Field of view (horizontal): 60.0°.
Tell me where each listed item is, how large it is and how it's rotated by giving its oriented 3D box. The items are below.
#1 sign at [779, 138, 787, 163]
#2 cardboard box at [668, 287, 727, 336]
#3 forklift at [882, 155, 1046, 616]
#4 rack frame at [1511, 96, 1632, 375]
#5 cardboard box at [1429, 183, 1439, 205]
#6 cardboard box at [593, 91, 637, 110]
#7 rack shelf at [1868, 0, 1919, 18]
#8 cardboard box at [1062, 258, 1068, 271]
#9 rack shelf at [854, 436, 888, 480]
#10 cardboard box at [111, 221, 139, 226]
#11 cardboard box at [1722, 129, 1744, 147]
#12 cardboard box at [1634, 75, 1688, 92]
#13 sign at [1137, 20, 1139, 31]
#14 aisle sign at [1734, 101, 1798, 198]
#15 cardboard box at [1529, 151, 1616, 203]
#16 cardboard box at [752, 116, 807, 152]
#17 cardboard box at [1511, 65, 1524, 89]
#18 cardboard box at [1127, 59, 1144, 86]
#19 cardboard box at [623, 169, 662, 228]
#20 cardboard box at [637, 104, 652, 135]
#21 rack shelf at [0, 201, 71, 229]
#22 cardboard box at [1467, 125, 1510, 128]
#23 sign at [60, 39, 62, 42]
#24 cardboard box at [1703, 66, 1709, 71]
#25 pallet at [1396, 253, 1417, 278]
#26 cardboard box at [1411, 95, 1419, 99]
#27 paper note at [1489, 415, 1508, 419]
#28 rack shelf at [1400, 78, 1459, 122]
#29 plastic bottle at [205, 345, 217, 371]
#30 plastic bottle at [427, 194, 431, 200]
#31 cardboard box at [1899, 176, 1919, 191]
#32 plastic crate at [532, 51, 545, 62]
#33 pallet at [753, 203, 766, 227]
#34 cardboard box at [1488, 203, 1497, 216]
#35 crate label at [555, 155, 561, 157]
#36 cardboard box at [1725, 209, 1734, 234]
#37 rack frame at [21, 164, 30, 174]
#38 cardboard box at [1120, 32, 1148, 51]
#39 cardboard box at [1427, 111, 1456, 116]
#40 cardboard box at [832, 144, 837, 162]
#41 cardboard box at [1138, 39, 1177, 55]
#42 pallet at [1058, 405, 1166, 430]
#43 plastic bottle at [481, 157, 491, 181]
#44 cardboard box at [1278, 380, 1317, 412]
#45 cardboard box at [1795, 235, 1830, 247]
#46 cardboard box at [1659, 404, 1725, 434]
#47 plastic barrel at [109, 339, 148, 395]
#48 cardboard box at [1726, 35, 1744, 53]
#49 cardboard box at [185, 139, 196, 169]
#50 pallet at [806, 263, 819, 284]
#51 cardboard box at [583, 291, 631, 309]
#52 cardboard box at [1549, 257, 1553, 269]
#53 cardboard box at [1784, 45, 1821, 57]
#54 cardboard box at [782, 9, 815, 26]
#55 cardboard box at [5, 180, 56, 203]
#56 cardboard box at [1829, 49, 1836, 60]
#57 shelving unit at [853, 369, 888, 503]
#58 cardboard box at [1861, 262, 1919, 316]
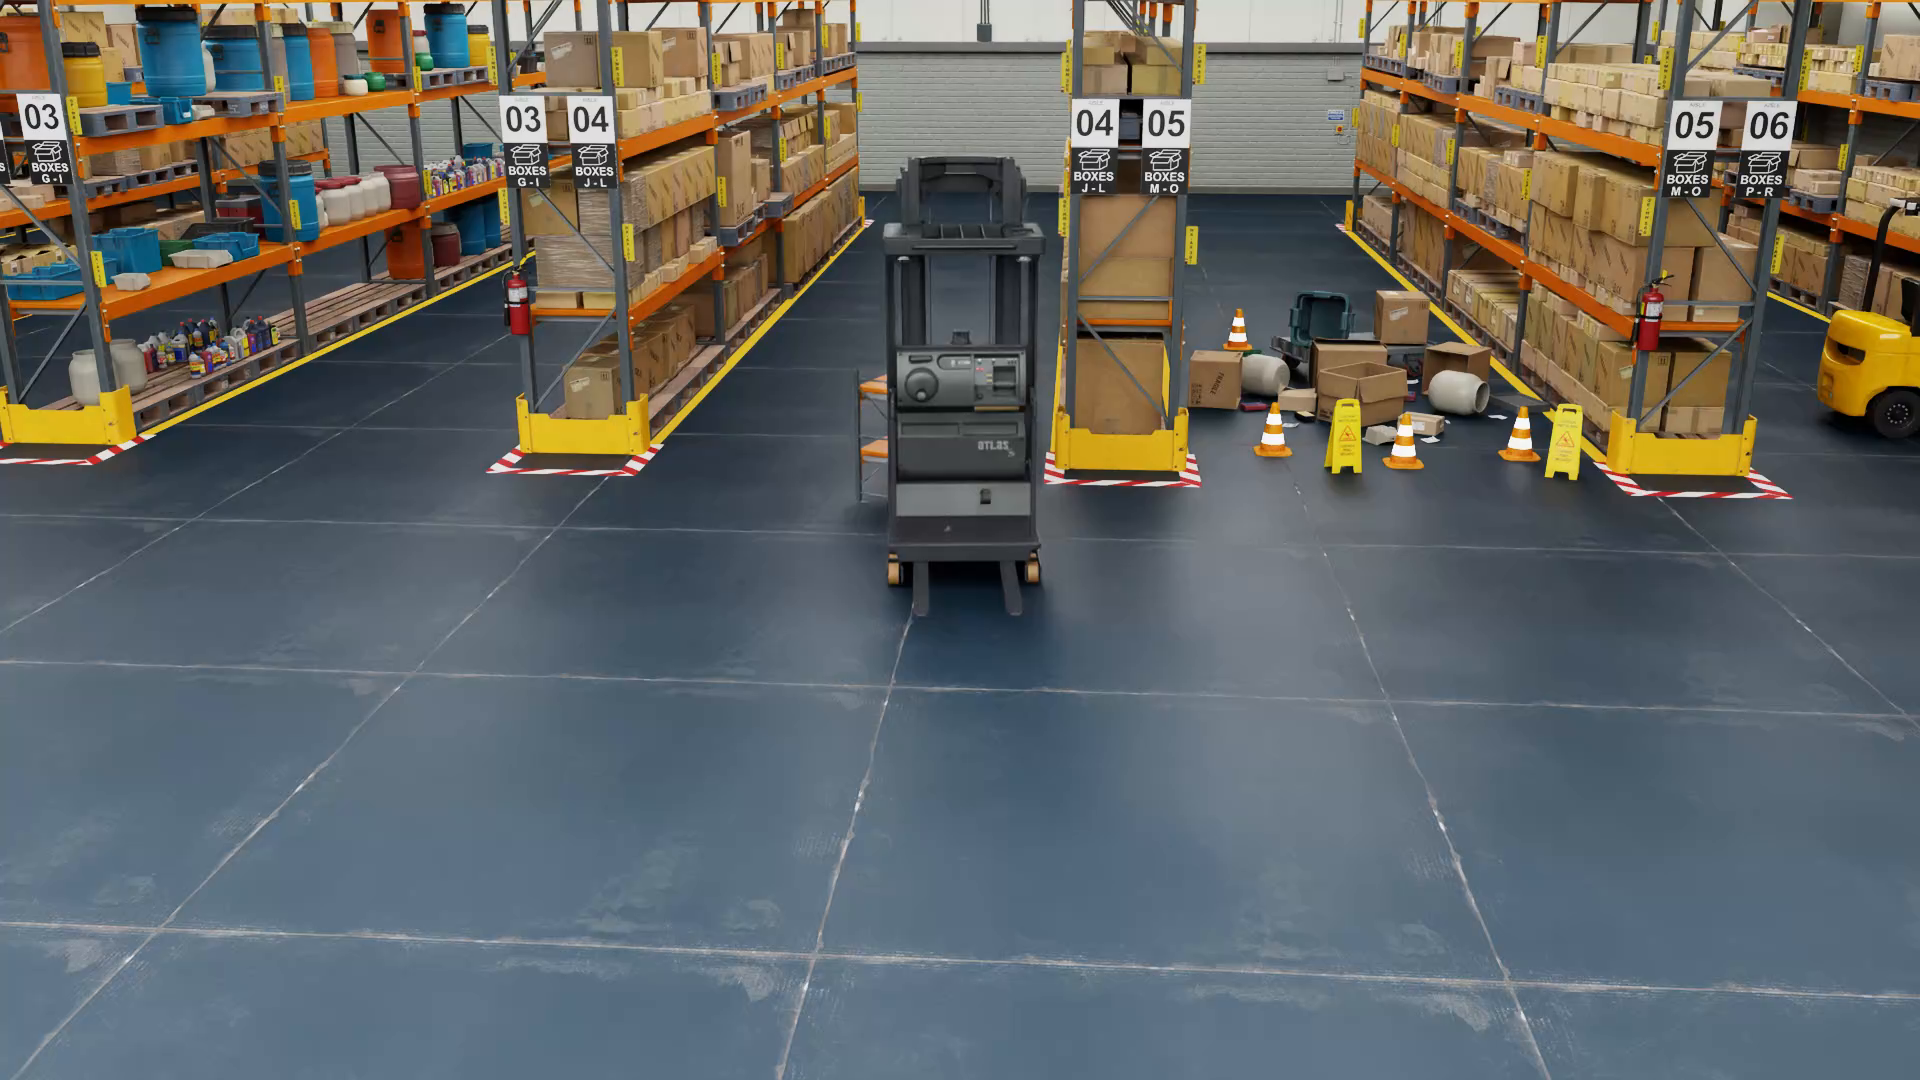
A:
[{"bbox_3d":[-2.381,-5.239,22.361,0.100,0.325,0.005,1,18,4],"label":"sign"},{"bbox_3d":[-3.144,-2.704,19.667,0.700,0.500,0.500,0,18,0],"label":"cardboard box"},{"bbox_3d":[0.018,-1.169,11.784,1.130,2.935,3.031,0,18,-1],"label":"forklift"},{"bbox_3d":[6.675,-3.272,18.090,1.000,3.000,0.127,1,18,4],"label":"rack frame"},{"bbox_3d":[6.760,-4.765,22.888,0.500,0.250,0.500,2,18,5],"label":"cardboard box"},{"bbox_3d":[-3.131,-3.953,14.953,0.380,0.149,0.250,2,18,5],"label":"cardboard box"},{"bbox_3d":[11.770,-6.102,18.892,1.077,0.370,4.000,1,18,4],"label":"rack shelf"},{"bbox_3d":[1.758,-2.976,20.125,1.050,0.750,0.750,1,18,4],"label":"cardboard box"},{"bbox_3d":[-0.415,-0.735,14.144,0.538,0.278,1.000,9,20,25],"label":"rack shelf"},{"bbox_3d":[-12.901,-4.598,25.447,0.500,0.500,0.500,1,18,2],"label":"cardboard box"},{"bbox_3d":[6.736,-3.431,14.163,0.380,0.149,0.250,1,18,4],"label":"cardboard box"},{"bbox_3d":[6.244,-4.063,14.810,0.380,0.149,0.250,1,18,4],"label":"cardboard box"},{"bbox_3d":[3.143,-8.905,29.044,0.100,0.325,0.005,1,18,4],"label":"sign"},{"bbox_3d":[6.693,-3.239,13.814,0.394,0.787,0.004,1,18,4],"label":"aisle sign"},{"bbox_3d":[6.427,-3.804,17.471,0.700,0.500,0.500,1,18,3],"label":"cardboard box"},{"bbox_3d":[-2.734,-6.090,24.921,0.797,0.503,0.637,1,18,5],"label":"cardboard box"},{"bbox_3d":[6.651,-5.325,19.107,0.500,0.250,0.500,2,18,5],"label":"cardboard box"},{"bbox_3d":[1.805,-4.310,15.369,0.500,0.250,0.500,1,18,3],"label":"cardboard box"},{"bbox_3d":[-3.142,-3.234,15.733,0.500,0.500,0.500,1,18,4],"label":"cardboard box"},{"bbox_3d":[-3.173,-3.909,15.459,0.500,0.250,0.500,1,18,3],"label":"cardboard box"},{"bbox_3d":[-12.947,-3.995,21.452,1.077,0.370,4.000,1,18,4],"label":"rack shelf"},{"bbox_3d":[7.319,-5.499,23.122,0.500,0.500,0.500,2,18,5],"label":"cardboard box"},{"bbox_3d":[-12.250,-6.651,22.630,0.100,0.325,0.005,1,18,4],"label":"sign"},{"bbox_3d":[12.062,-7.467,26.481,0.380,0.149,0.250,1,18,4],"label":"cardboard box"},{"bbox_3d":[7.268,-4.190,25.371,1.003,0.211,1.213,1,18,4],"label":"pallet"},{"bbox_3d":[7.635,-7.235,27.378,0.380,0.149,0.250,2,18,6],"label":"cardboard box"},{"bbox_3d":[5.393,-1.237,16.650,0.142,0.019,0.148,-5,19,-15],"label":"paper note"},{"bbox_3d":[7.105,-6.219,23.422,1.077,0.370,4.000,1,18,4],"label":"rack shelf"},{"bbox_3d":[-7.971,-1.936,17.690,0.097,0.271,0.097,0,18,0],"label":"plastic bottle"},{"bbox_3d":[-7.509,-4.914,23.302,0.152,0.276,0.135,1,18,4],"label":"plastic bottle"},{"bbox_3d":[11.514,-4.267,19.925,0.380,0.149,0.250,2,18,5],"label":"cardboard box"},{"bbox_3d":[-7.595,-8.580,29.684,0.497,0.269,0.590,1,18,4],"label":"plastic crate"},{"bbox_3d":[-3.024,-4.028,20.708,1.003,0.211,1.213,1,18,4],"label":"pallet"},{"bbox_3d":[6.589,-3.997,20.032,0.380,0.149,0.250,2,18,6],"label":"cardboard box"},{"bbox_3d":[-7.198,-6.800,29.184,0.396,0.136,0.243,1,18,4],"label":"crate label"},{"bbox_3d":[12.174,-5.126,27.089,0.700,0.500,0.500,1,18,2],"label":"cardboard box"},{"bbox_3d":[-17.171,-7.552,31.152,1.000,3.000,0.127,1,18,4],"label":"rack frame"},{"bbox_3d":[2.358,-6.709,22.375,0.396,0.266,0.258,1,18,4],"label":"cardboard box"},{"bbox_3d":[7.524,-6.421,25.937,0.500,0.500,0.500,1,18,4],"label":"cardboard box"},{"bbox_3d":[-2.300,-6.342,27.224,0.500,0.250,0.500,1,18,4],"label":"cardboard box"},{"bbox_3d":[1.951,-4.847,16.370,0.380,0.149,0.250,1,18,4],"label":"cardboard box"},{"bbox_3d":[1.423,-1.033,15.738,1.003,0.211,1.213,1,18,4],"label":"pallet"},{"bbox_3d":[-7.329,-5.714,25.625,0.144,0.351,0.185,1,18,4],"label":"plastic bottle"},{"bbox_3d":[3.444,-1.477,17.003,0.396,0.266,0.258,4,19,13],"label":"cardboard box"},{"bbox_3d":[11.812,-4.131,23.010,0.380,0.149,0.250,2,18,6],"label":"cardboard box"},{"bbox_3d":[6.722,-1.167,15.408,0.500,0.250,0.500,1,18,3],"label":"cardboard box"},{"bbox_3d":[-8.430,-1.740,16.738,0.421,0.512,0.421,0,18,0],"label":"plastic barrel"},{"bbox_3d":[11.996,-7.542,25.266,0.500,0.250,0.500,1,18,4],"label":"cardboard box"},{"bbox_3d":[-12.737,-6.408,27.502,0.500,0.500,0.500,2,18,5],"label":"cardboard box"},{"bbox_3d":[-2.701,-4.031,24.887,1.003,0.211,1.213,1,18,4],"label":"pallet"},{"bbox_3d":[-3.238,-2.214,15.267,0.380,0.149,0.250,1,18,4],"label":"cardboard box"},{"bbox_3d":[6.378,-2.899,17.356,0.380,0.149,0.250,1,18,4],"label":"cardboard box"},{"bbox_3d":[11.689,-6.779,23.066,0.380,0.149,0.250,1,18,4],"label":"cardboard box"},{"bbox_3d":[-2.562,-8.346,26.559,0.500,0.250,0.500,0,18,0],"label":"cardboard box"},{"bbox_3d":[-12.873,-4.803,22.907,0.500,0.311,0.500,2,18,7],"label":"cardboard box"},{"bbox_3d":[11.796,-6.444,22.077,0.380,0.149,0.250,1,18,3],"label":"cardboard box"},{"bbox_3d":[-0.415,-0.967,14.068,0.538,1.125,1.048,9,20,25],"label":"shelving unit"},{"bbox_3d":[11.816,-3.079,20.641,0.875,0.625,0.625,2,18,6],"label":"cardboard box"}]
